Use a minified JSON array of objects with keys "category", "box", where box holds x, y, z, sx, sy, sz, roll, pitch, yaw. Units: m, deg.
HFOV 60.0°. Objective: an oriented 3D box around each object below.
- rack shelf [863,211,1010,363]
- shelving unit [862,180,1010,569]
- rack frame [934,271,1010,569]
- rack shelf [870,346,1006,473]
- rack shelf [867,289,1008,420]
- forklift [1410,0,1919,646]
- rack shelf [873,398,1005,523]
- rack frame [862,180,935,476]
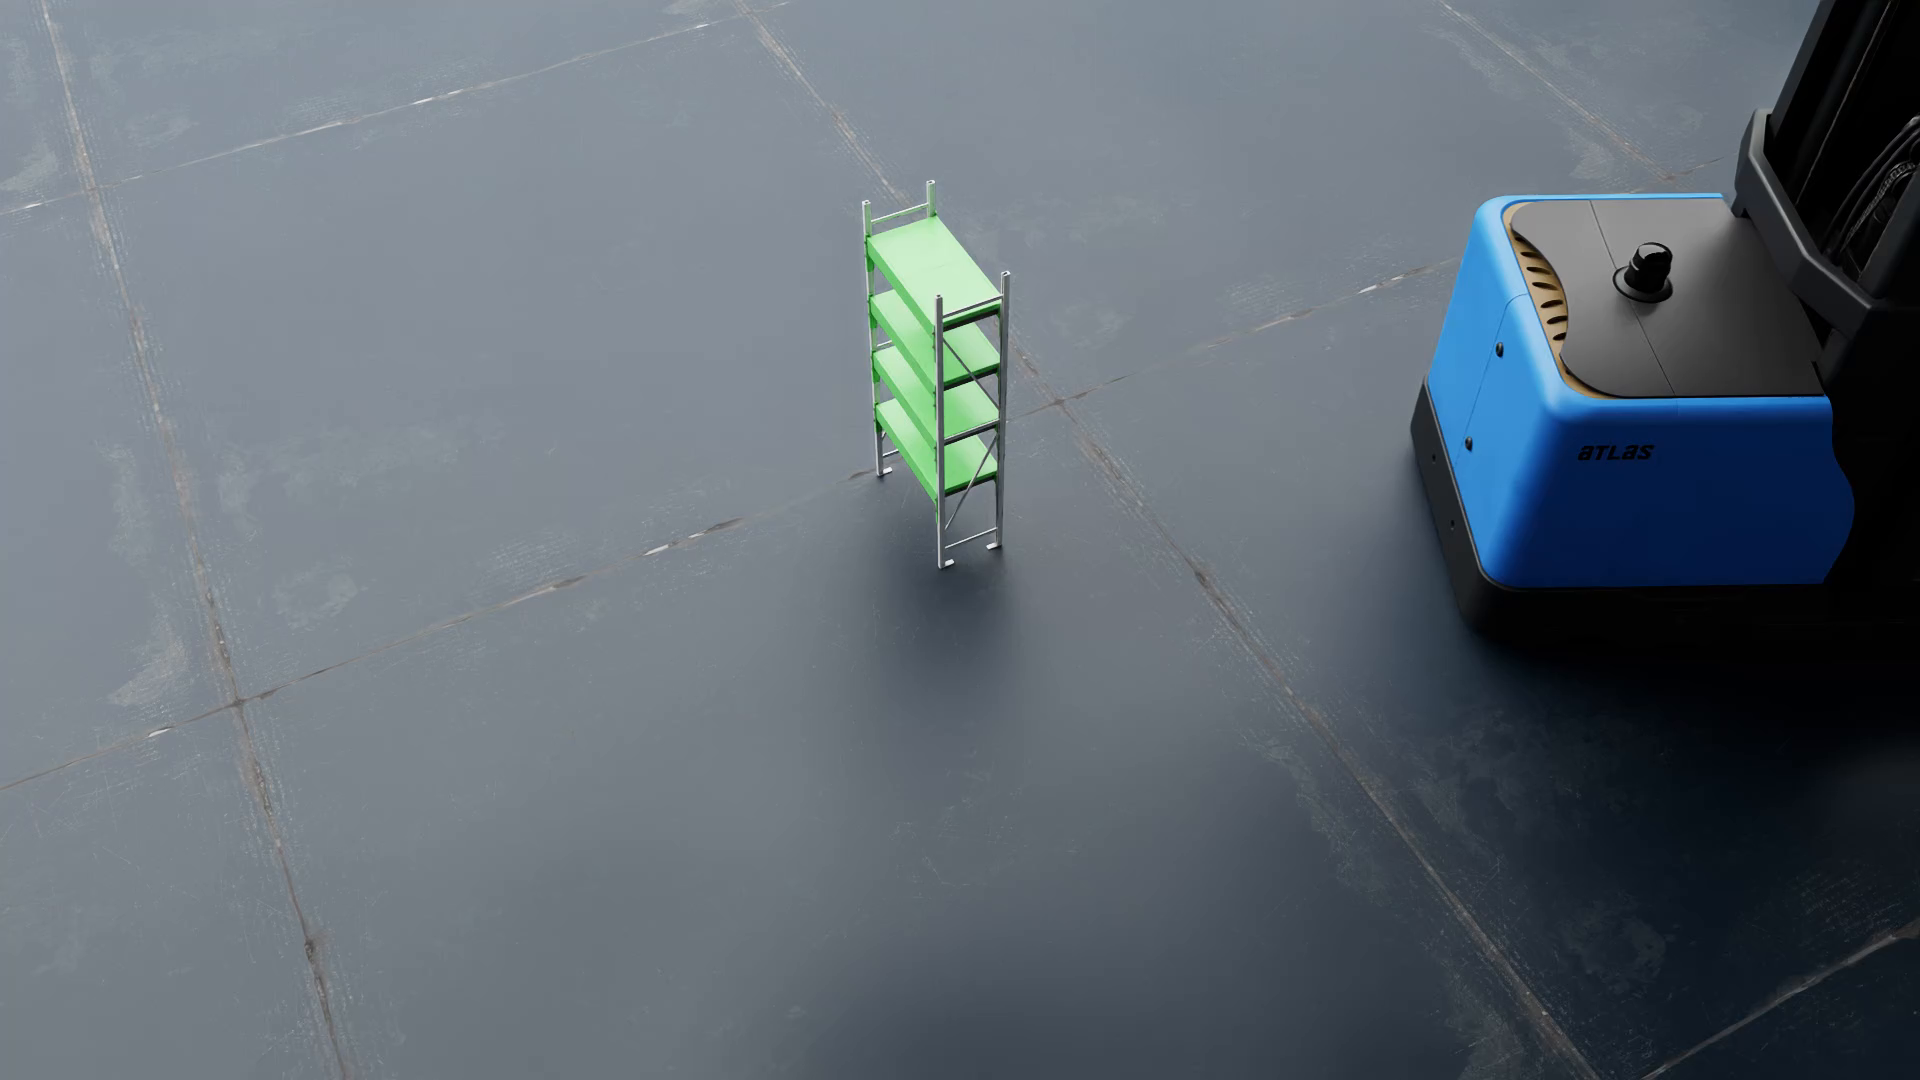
[{"category":"rack shelf","box":[-0.076,-0.780,5.082,0.258,0.148,0.480,-21,52,-18]},{"category":"shelving unit","box":[-0.076,-0.506,5.395,0.258,1.200,0.503,-21,52,-18]},{"category":"rack frame","box":[0.036,-0.342,5.252,0.240,1.200,0.015,-21,52,-18]},{"category":"rack shelf","box":[-0.076,-0.464,5.443,0.258,0.148,0.480,-21,52,-18]},{"category":"rack shelf","box":[-0.076,-0.622,5.263,0.258,0.148,0.480,-21,52,-18]},{"category":"forklift","box":[3.146,-1.015,4.690,3.031,2.935,1.130,-1,49,-1]},{"category":"rack shelf","box":[-0.076,-0.306,5.624,0.258,0.148,0.480,-21,52,-18]},{"category":"rack frame","box":[-0.187,-0.669,5.538,0.240,1.200,0.015,-21,52,-18]}]
